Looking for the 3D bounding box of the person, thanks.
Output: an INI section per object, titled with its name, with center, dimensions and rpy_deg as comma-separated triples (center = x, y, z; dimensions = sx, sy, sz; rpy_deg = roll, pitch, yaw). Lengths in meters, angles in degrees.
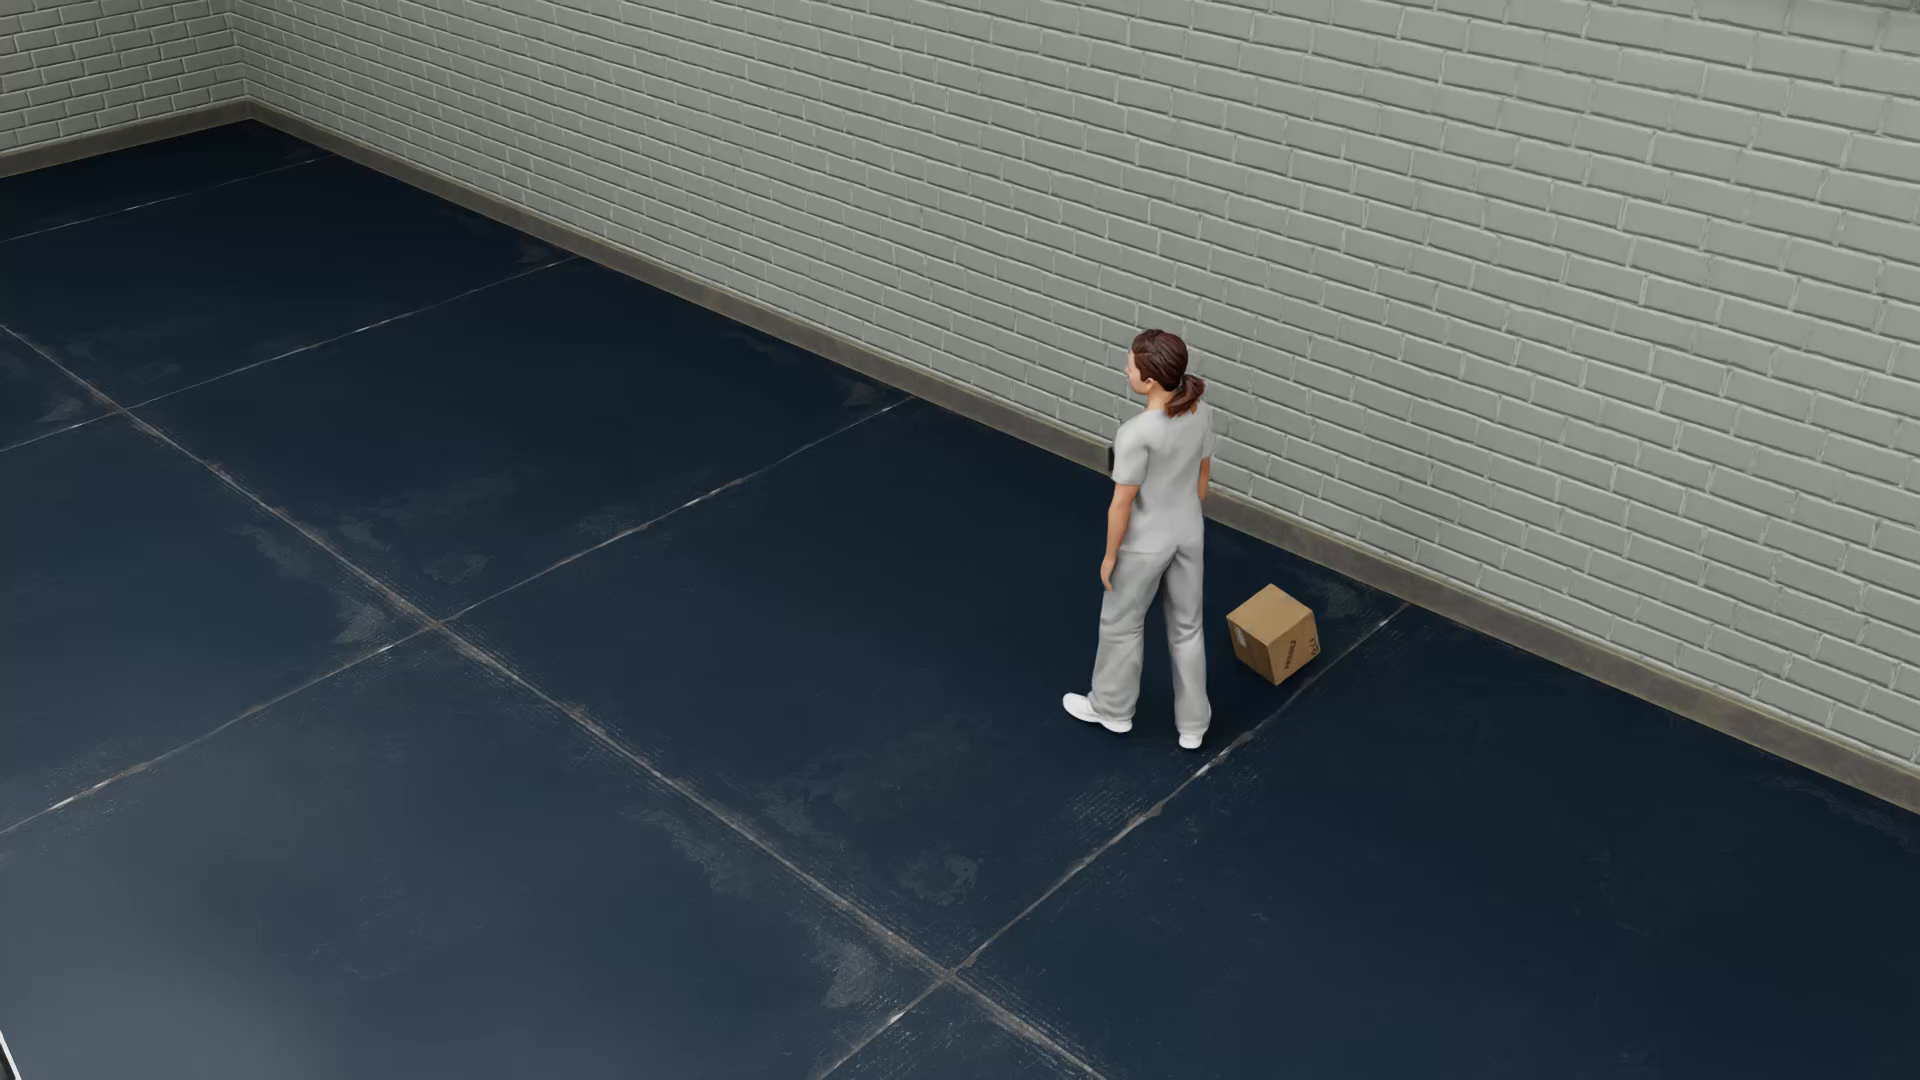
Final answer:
[person]
center = 0.728, 0.008, 6.117
dimensions = 0.508, 1.675, 0.540
rpy_deg = -18, 36, -26
